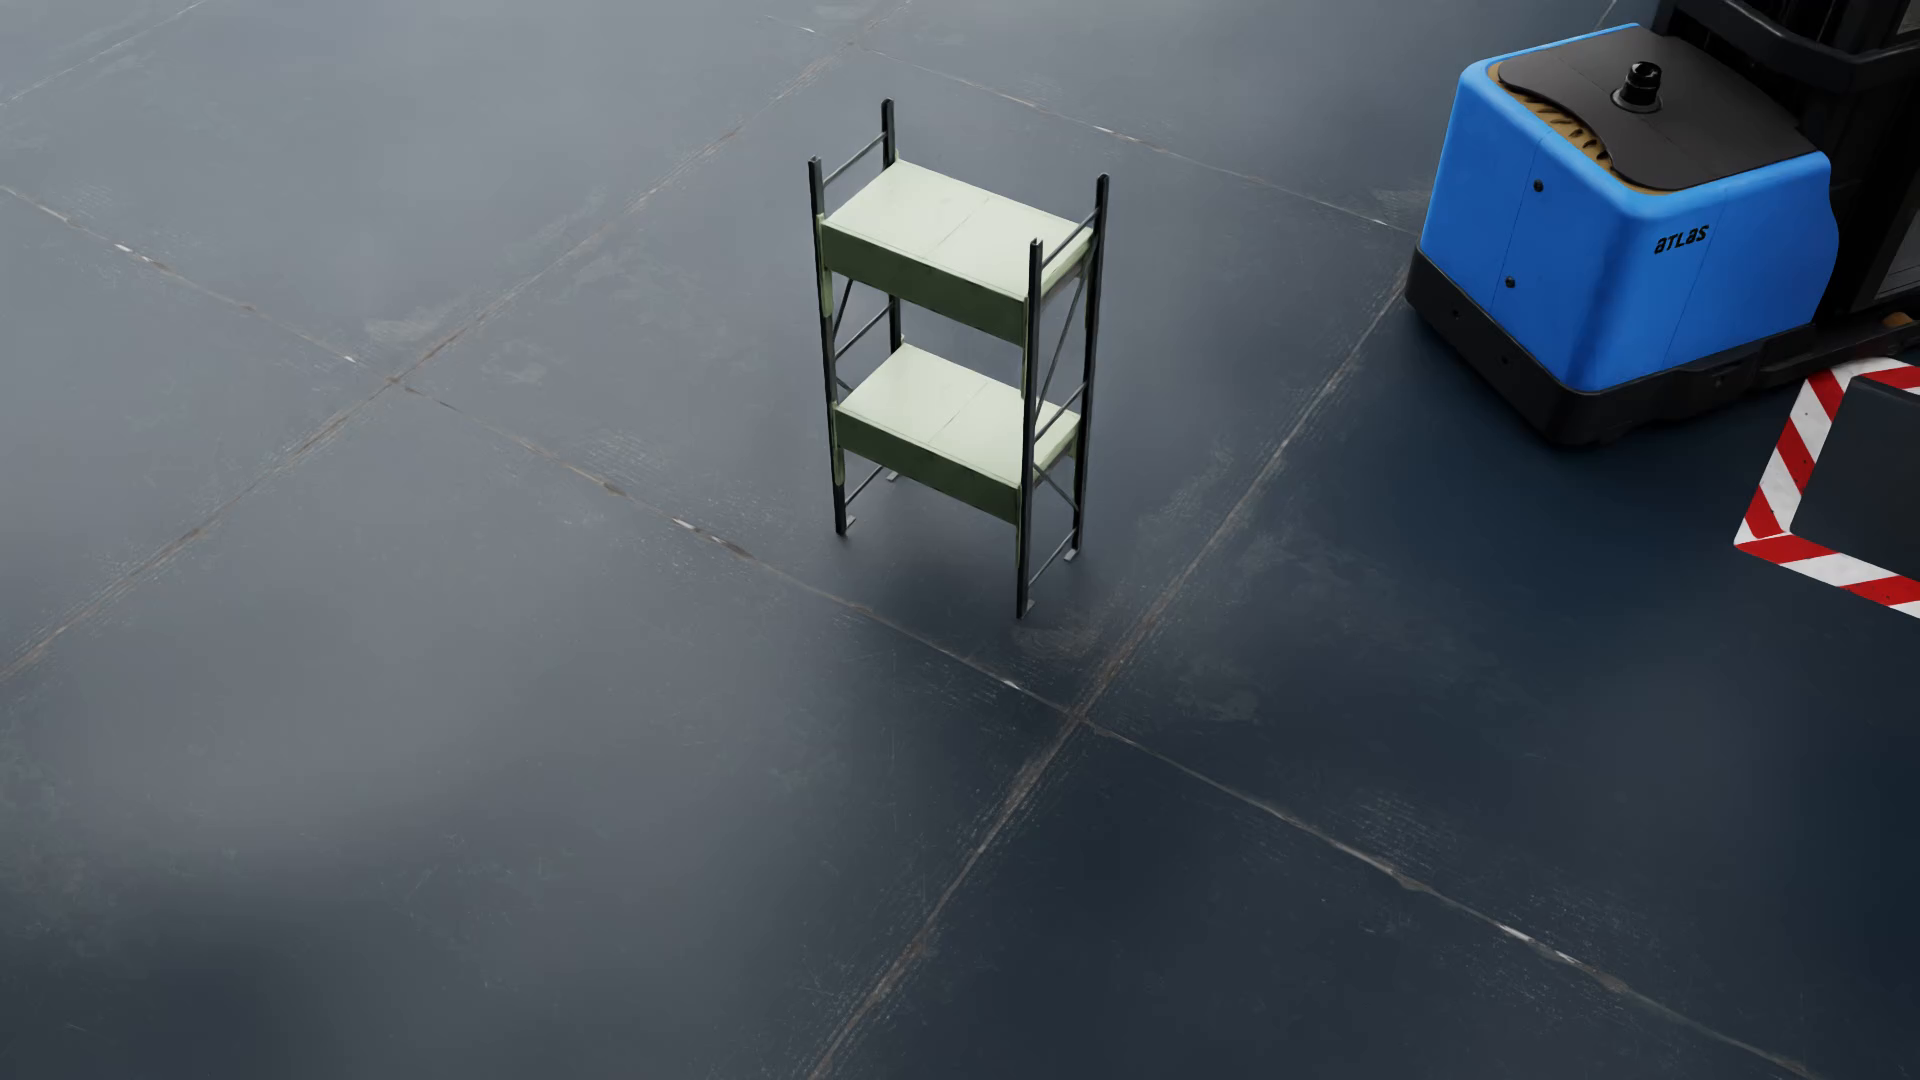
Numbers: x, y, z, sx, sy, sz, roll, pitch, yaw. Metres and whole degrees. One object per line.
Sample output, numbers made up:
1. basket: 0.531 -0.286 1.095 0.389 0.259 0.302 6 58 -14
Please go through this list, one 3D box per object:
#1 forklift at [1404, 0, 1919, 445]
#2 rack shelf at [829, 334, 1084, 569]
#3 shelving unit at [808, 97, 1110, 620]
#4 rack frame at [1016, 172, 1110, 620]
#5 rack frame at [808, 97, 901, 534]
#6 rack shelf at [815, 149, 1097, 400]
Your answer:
1. forklift: 3.325 -2.068 5.715 3.031 2.935 1.130 -17 48 -16
2. rack shelf: -0.006 -0.298 5.448 0.720 0.370 0.431 25 51 22
3. shelving unit: -0.006 -0.525 5.215 0.755 1.500 0.431 25 51 22
4. rack frame: 0.302 -0.384 5.077 0.023 1.500 0.400 25 51 22
5. rack frame: -0.314 -0.667 5.352 0.023 1.500 0.400 25 51 22
6. rack shelf: -0.006 -0.797 4.935 0.720 0.370 0.431 25 51 22
